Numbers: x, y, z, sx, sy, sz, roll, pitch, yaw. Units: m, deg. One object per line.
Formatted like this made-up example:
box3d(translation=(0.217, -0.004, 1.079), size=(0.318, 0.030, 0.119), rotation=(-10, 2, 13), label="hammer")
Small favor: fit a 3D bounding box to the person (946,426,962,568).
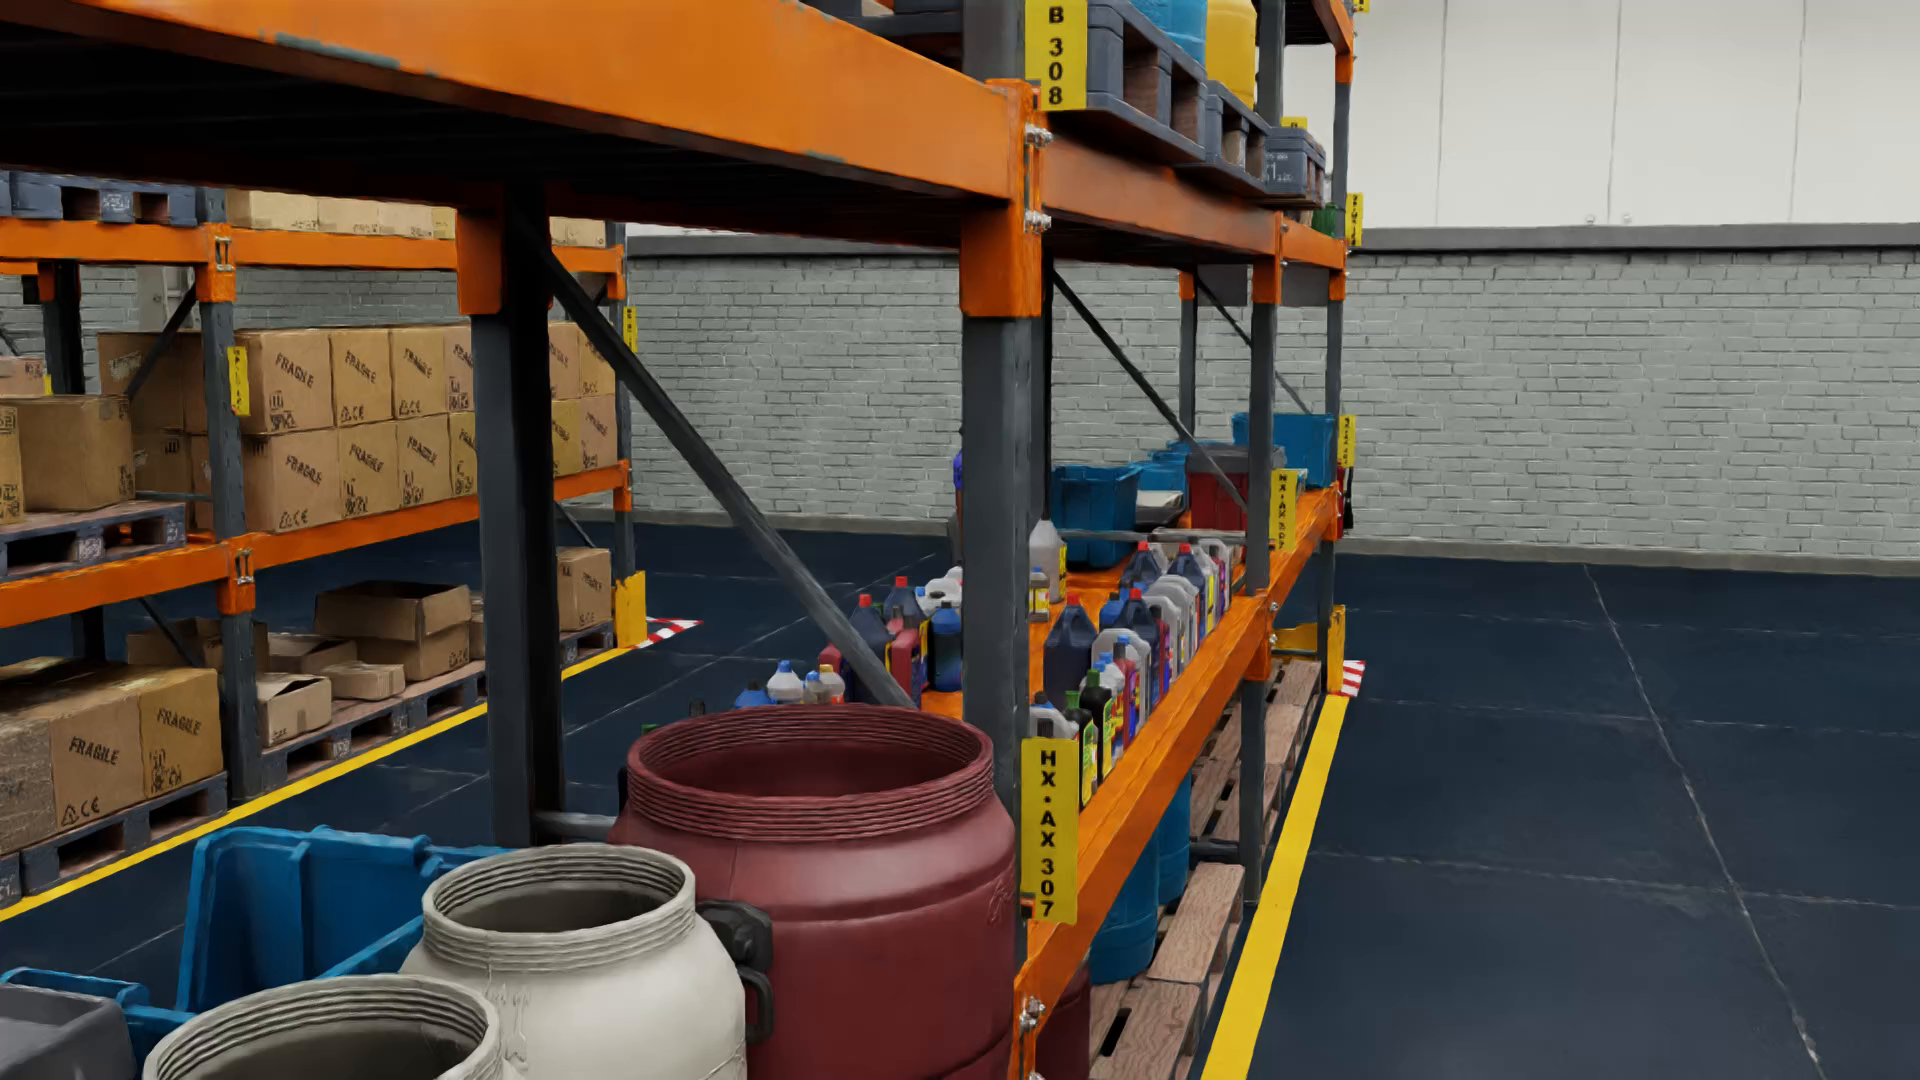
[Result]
box3d(translation=(0.042, -0.077, 11.763), size=(0.459, 1.645, 0.570), rotation=(3, 9, 19), label="person")
